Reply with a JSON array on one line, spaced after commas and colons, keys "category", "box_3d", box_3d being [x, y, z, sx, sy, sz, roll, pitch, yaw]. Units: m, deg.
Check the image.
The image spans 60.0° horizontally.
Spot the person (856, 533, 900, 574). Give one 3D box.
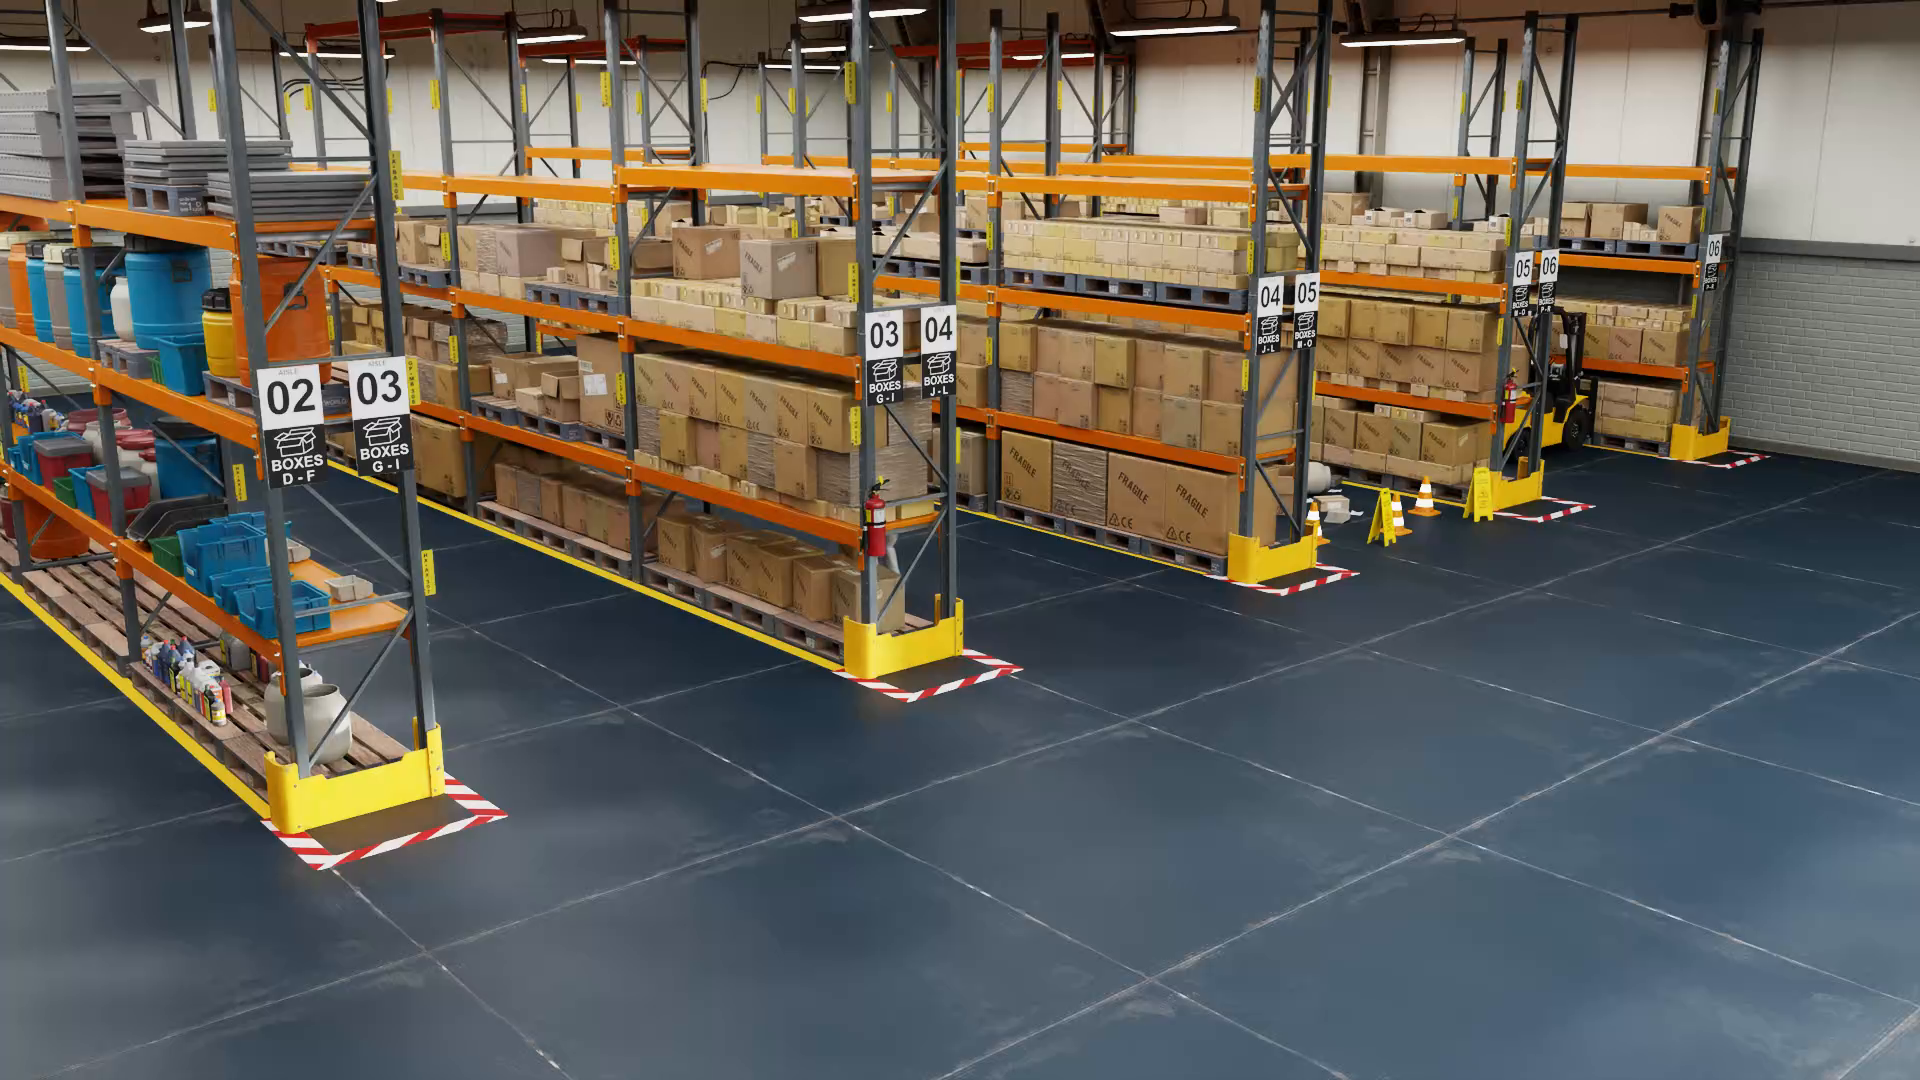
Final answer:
[{"category": "person", "box_3d": [-0.848, -0.189, 17.145, 0.486, 1.493, 0.554, -12, 19, -40]}]
